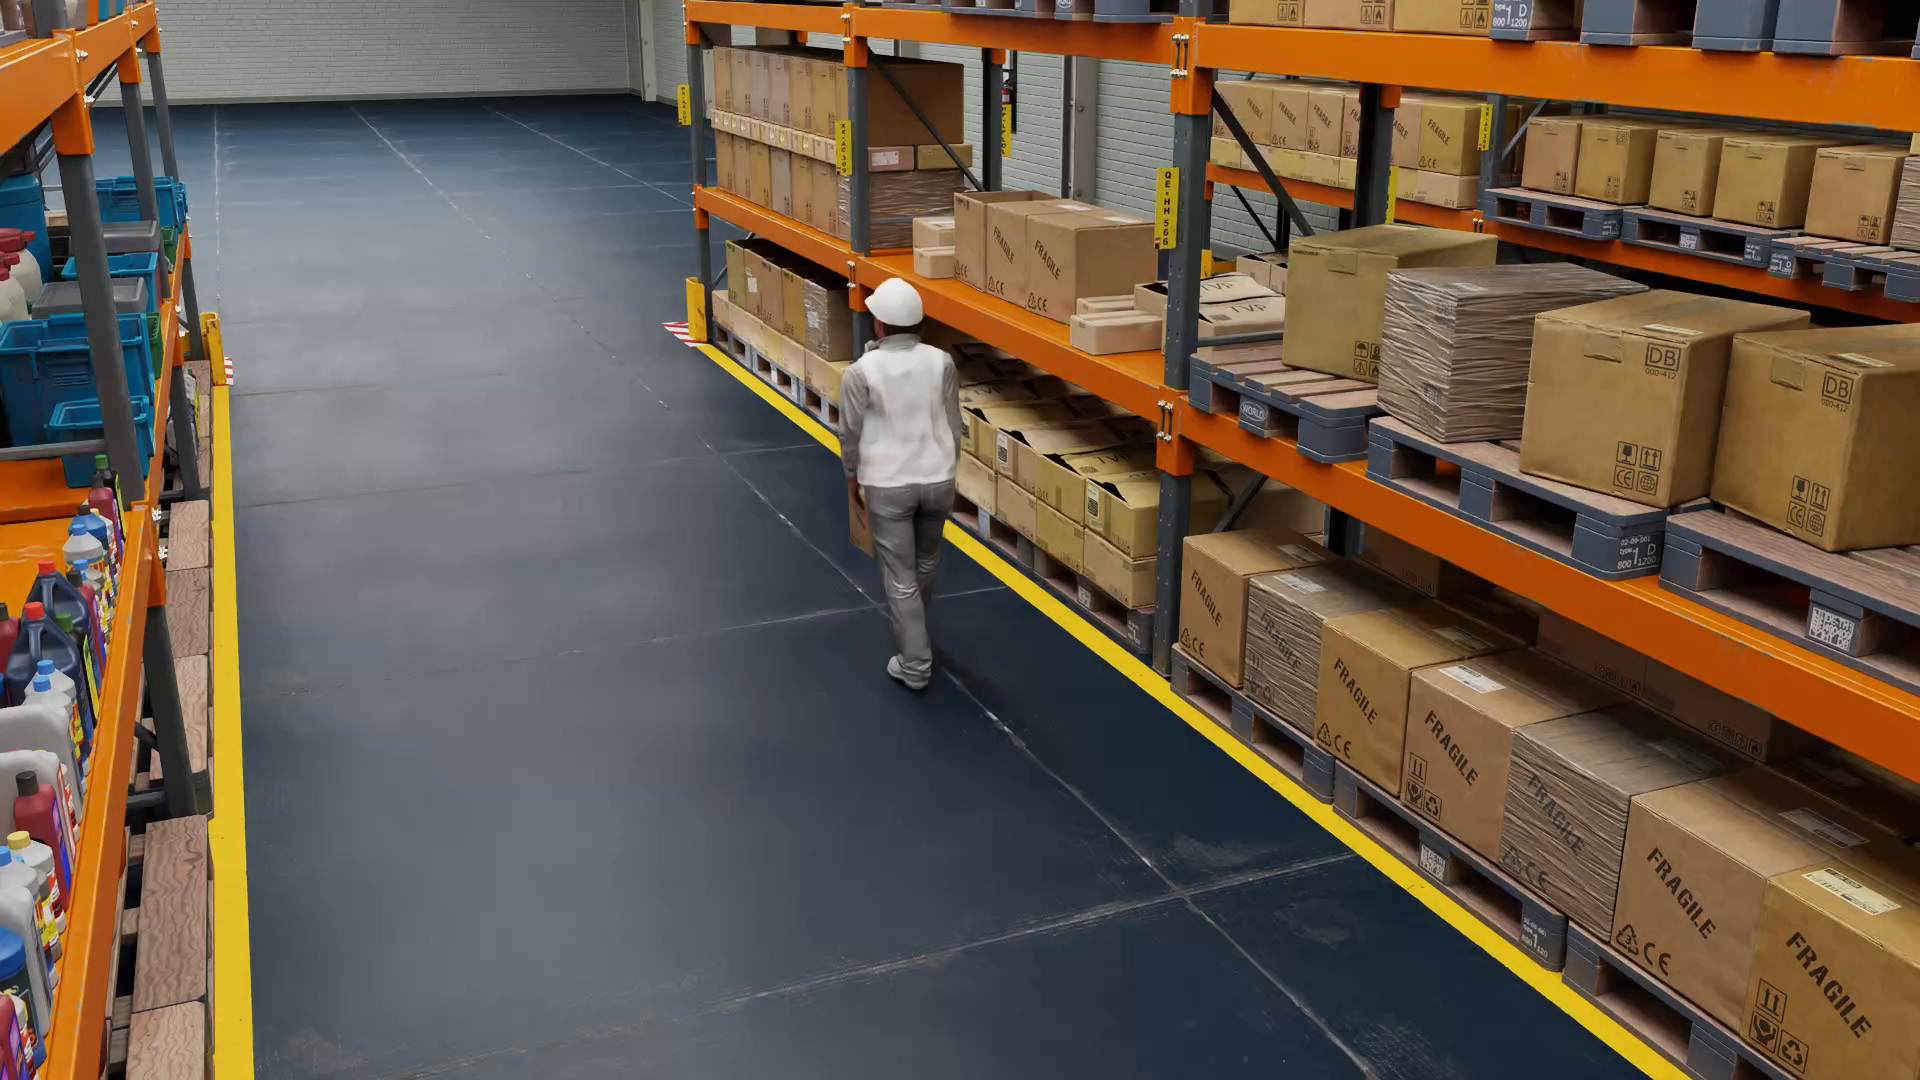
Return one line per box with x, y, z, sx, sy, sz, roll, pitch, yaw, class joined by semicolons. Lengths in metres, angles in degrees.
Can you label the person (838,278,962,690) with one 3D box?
-0.293;-0.290;7.352;0.546;1.750;0.826;-8;20;-22;person
